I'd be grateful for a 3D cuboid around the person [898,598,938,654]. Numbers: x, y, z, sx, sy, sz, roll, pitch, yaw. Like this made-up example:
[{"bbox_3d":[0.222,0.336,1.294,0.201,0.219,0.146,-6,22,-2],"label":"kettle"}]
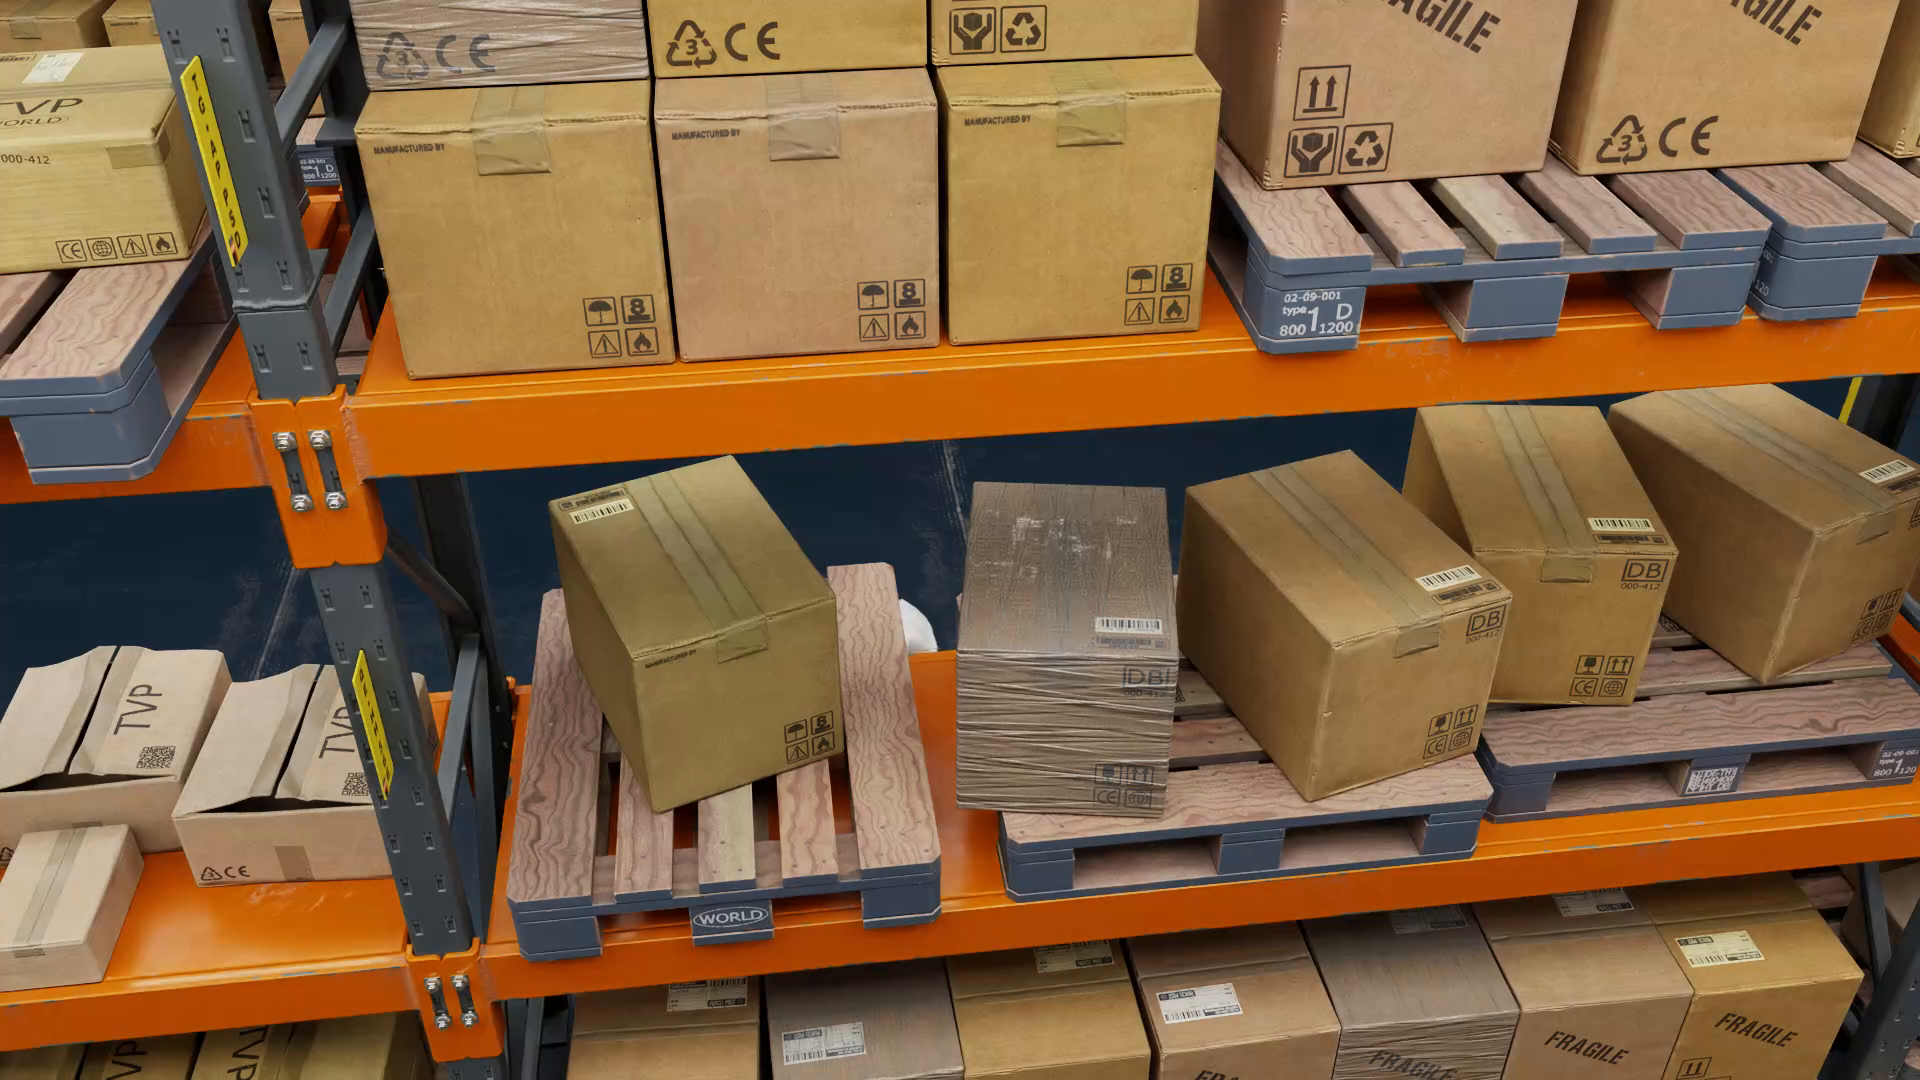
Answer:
[{"bbox_3d":[-0.539,0.563,6.153,0.915,0.764,0.455,-5,35,-7],"label":"person"}]
